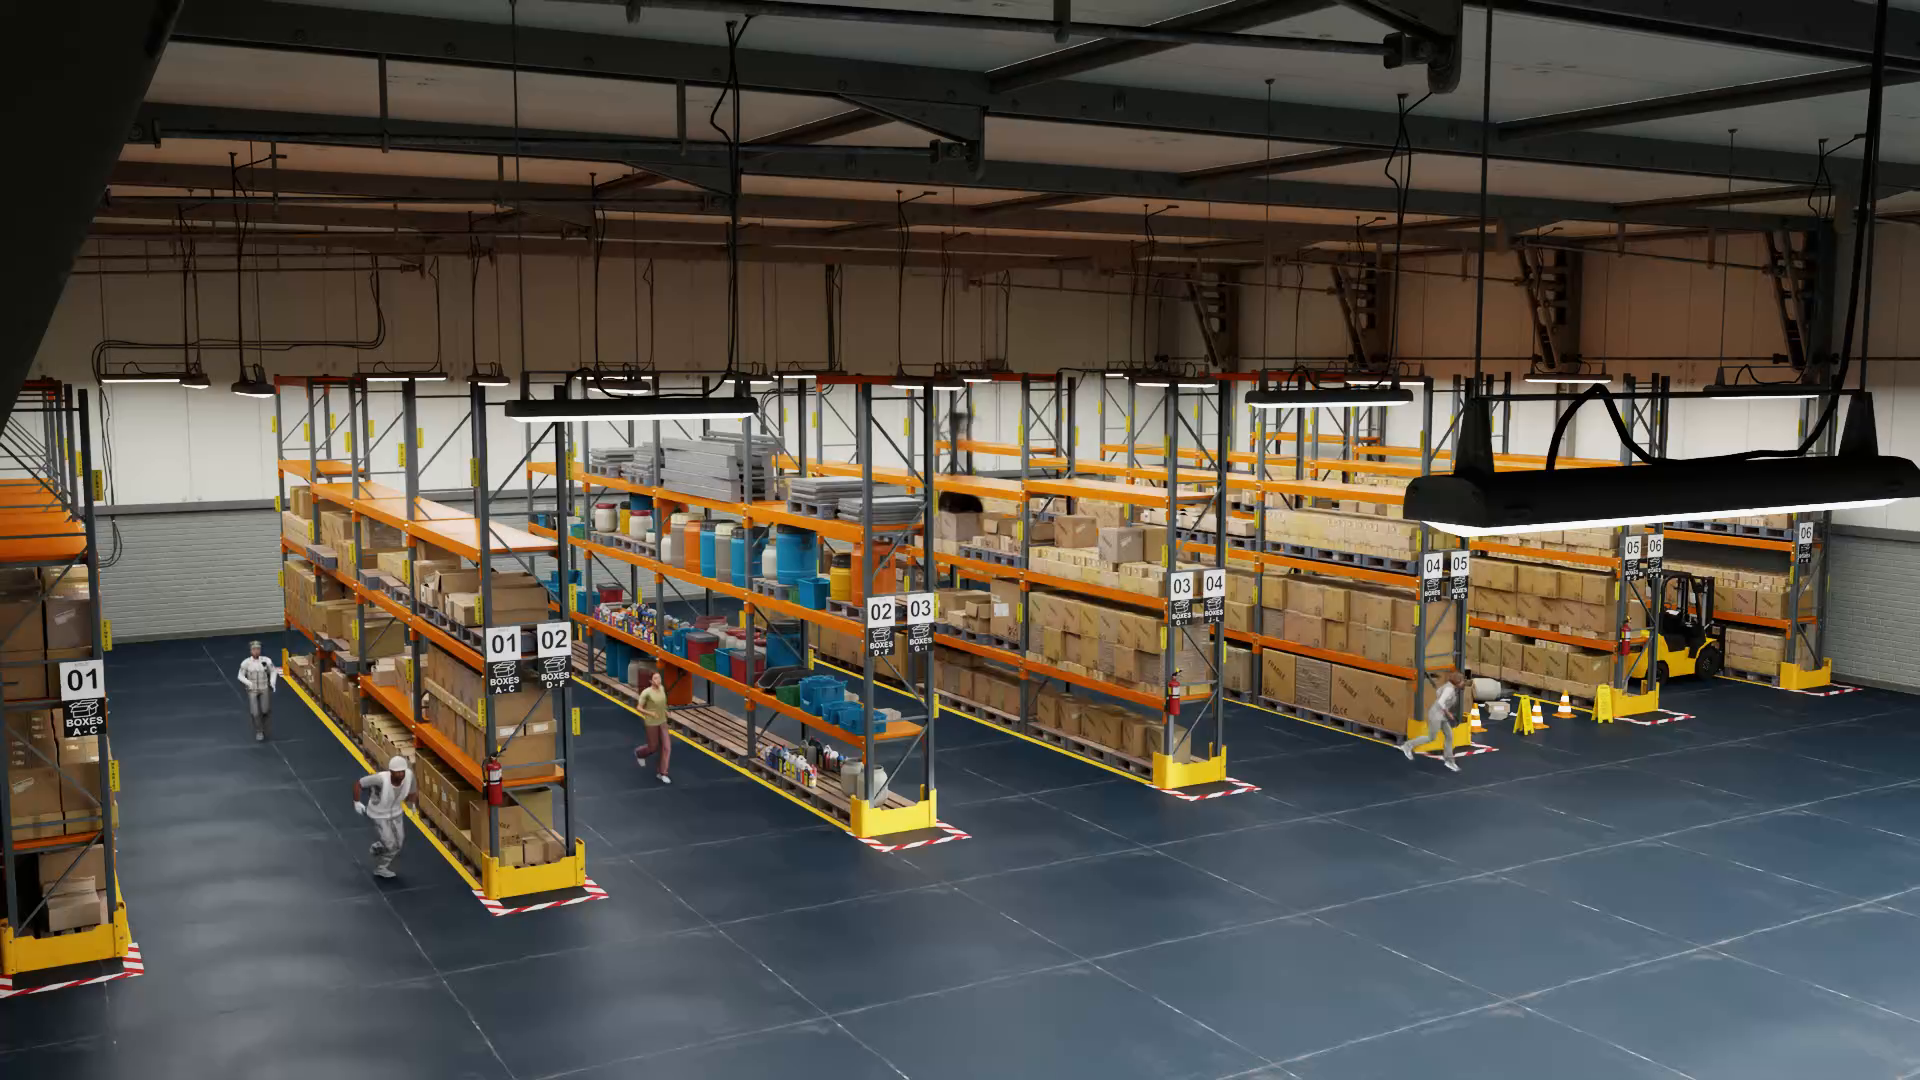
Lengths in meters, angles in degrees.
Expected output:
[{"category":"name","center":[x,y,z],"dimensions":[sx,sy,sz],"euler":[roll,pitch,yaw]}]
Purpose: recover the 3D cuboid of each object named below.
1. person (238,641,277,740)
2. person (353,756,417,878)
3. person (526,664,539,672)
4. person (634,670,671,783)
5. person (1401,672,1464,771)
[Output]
[{"category":"person","center":[-11.674,2.493,27.668],"dimensions":[0.612,1.658,0.548],"euler":[-3,7,-24]},{"category":"person","center":[-6.898,3.350,20.037],"dimensions":[0.799,1.579,0.714],"euler":[6,9,43]},{"category":"person","center":[-8.164,2.116,31.635],"dimensions":[0.578,1.560,0.541],"euler":[-3,7,-24]},{"category":"person","center":[-4.626,2.788,25.103],"dimensions":[0.586,1.682,0.852],"euler":[-6,9,-43]},{"category":"person","center":[7.299,2.783,25.695],"dimensions":[0.908,1.546,0.549],"euler":[2,7,17]}]
